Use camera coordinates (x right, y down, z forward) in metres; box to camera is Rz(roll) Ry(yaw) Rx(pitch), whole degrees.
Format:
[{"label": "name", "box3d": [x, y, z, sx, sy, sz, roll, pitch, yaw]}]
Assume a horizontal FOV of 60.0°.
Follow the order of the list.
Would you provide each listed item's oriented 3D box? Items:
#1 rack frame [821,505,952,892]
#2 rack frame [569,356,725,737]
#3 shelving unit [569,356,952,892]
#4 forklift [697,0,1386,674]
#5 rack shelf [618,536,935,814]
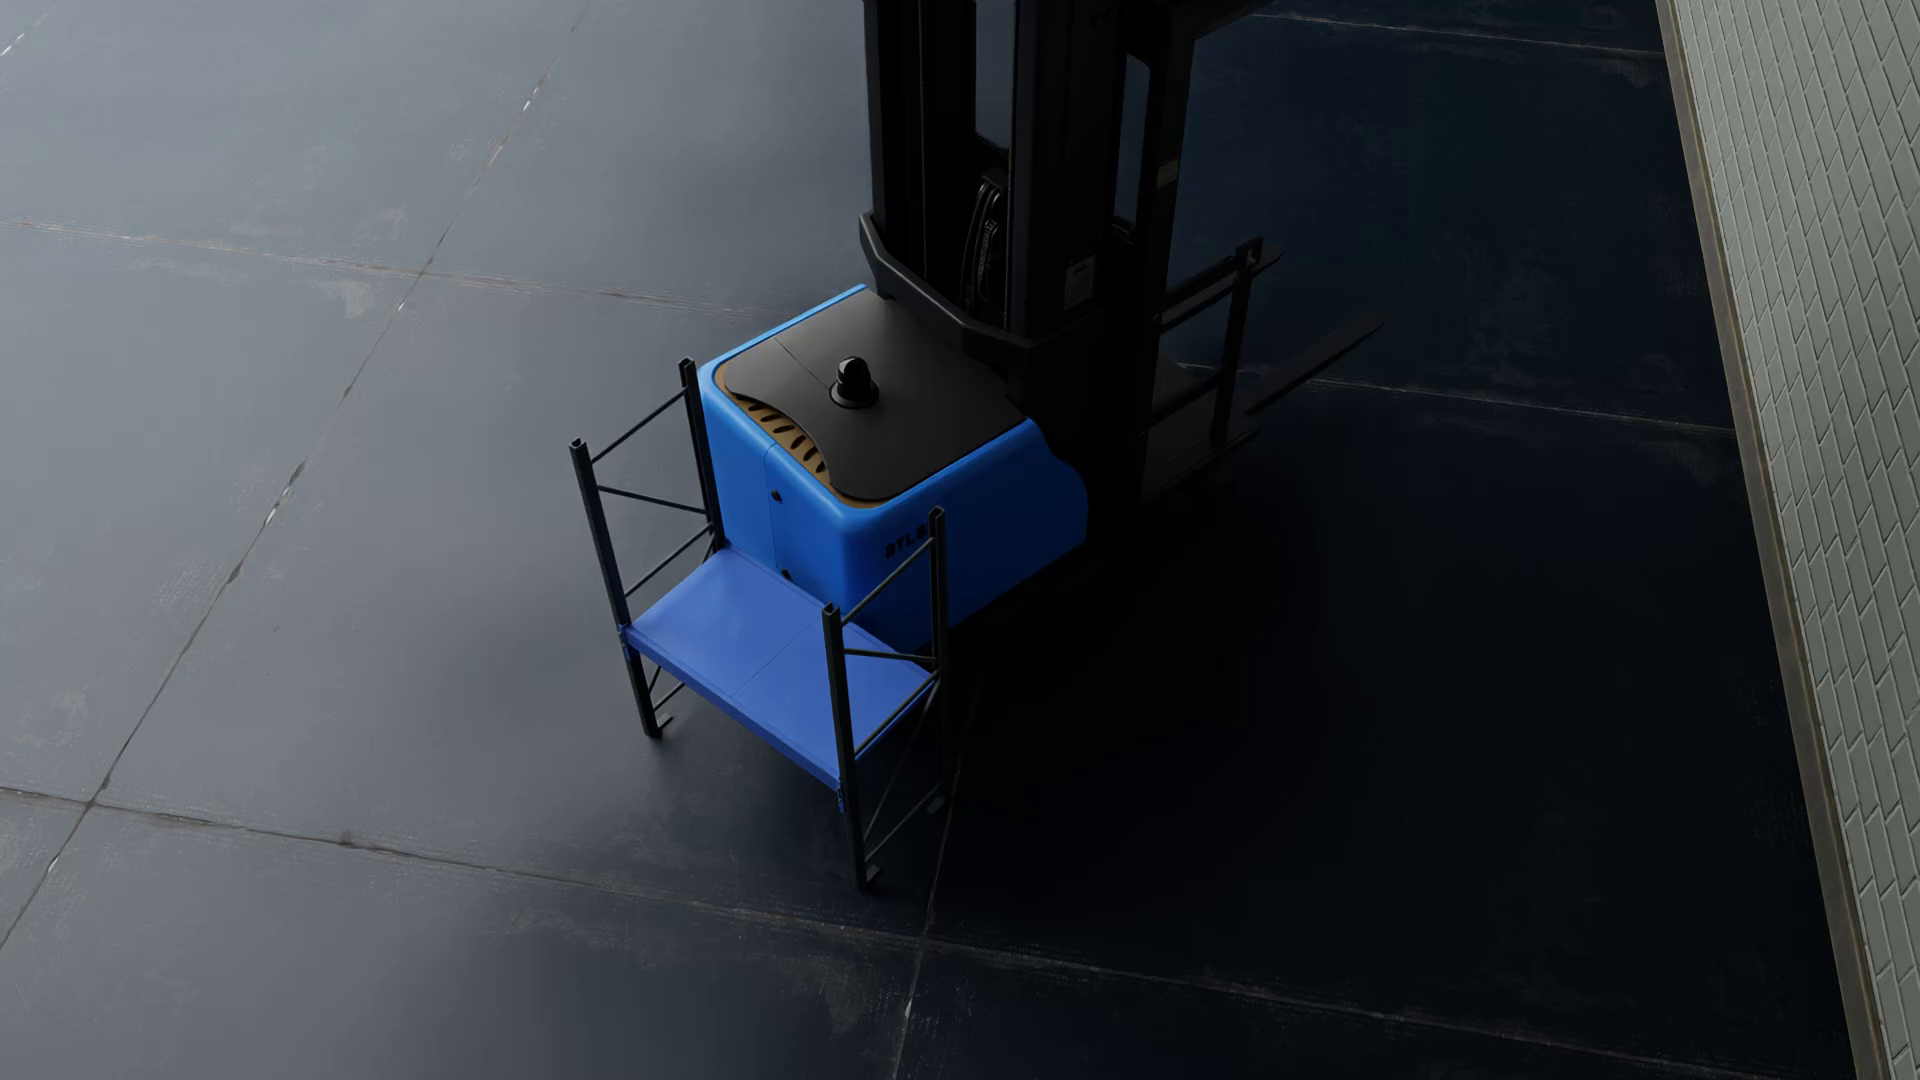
[{"label": "rack frame", "box3d": [-0.203, 0.548, 5.217, 0.032, 1.500, 0.500, 31, 56, 25]}, {"label": "rack frame", "box3d": [-0.993, 0.072, 5.645, 0.032, 1.500, 0.500, 31, 56, 25]}, {"label": "shelving unit", "box3d": [-0.598, 0.310, 5.431, 1.048, 1.500, 0.538, 31, 56, 25]}, {"label": "forklift", "box3d": [0.498, -1.276, 5.898, 3.031, 2.935, 1.130, -32, 55, -25]}, {"label": "rack shelf", "box3d": [-0.597, 0.429, 5.566, 1.000, 0.185, 0.538, 31, 56, 25]}]
